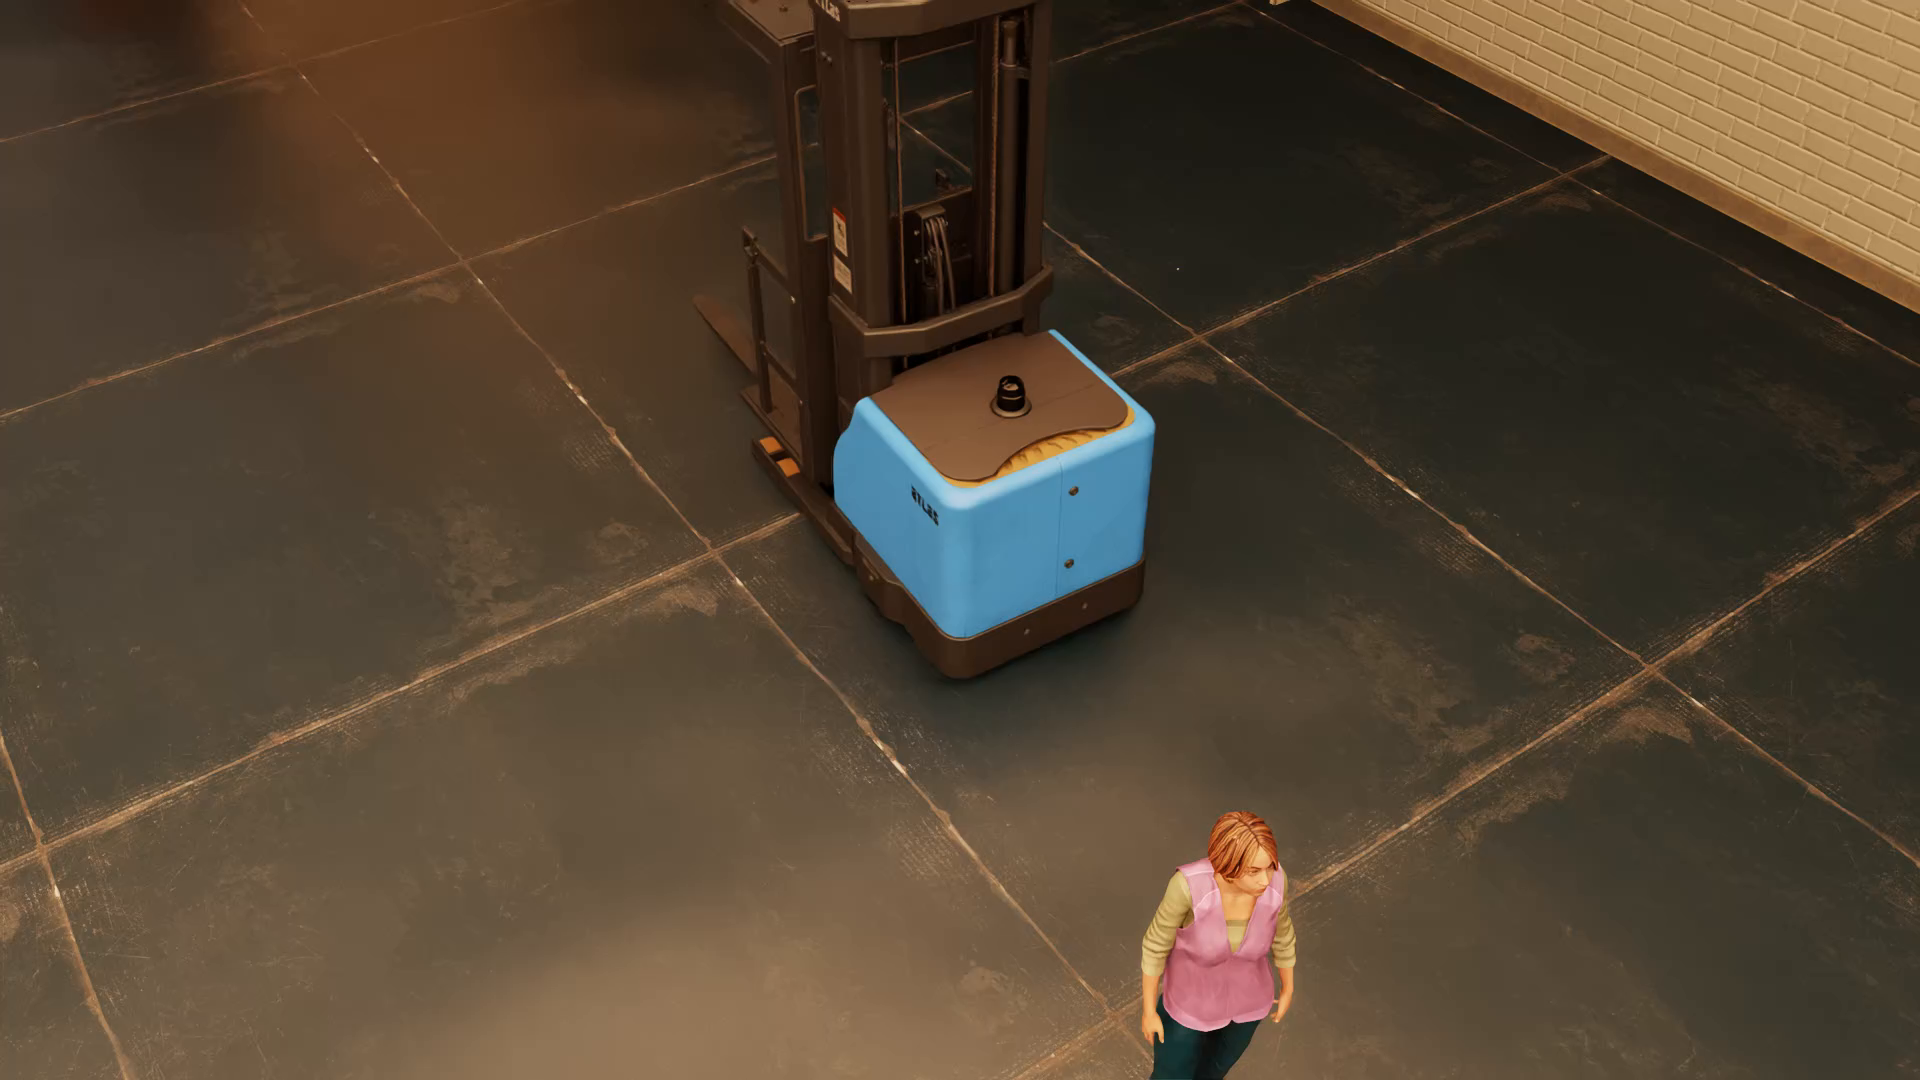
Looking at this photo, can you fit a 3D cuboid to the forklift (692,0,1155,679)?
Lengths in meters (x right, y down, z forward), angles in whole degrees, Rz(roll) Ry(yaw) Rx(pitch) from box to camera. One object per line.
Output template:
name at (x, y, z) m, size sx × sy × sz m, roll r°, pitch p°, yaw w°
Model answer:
forklift at (-0.373, -1.462, 7.302) m, size 1.130 × 2.935 × 3.031 m, roll -22°, pitch 47°, yaw -23°

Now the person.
person at (0.796, 1.465, 5.100) m, size 0.520 × 1.596 × 0.475 m, roll -9°, pitch 43°, yaw -10°
